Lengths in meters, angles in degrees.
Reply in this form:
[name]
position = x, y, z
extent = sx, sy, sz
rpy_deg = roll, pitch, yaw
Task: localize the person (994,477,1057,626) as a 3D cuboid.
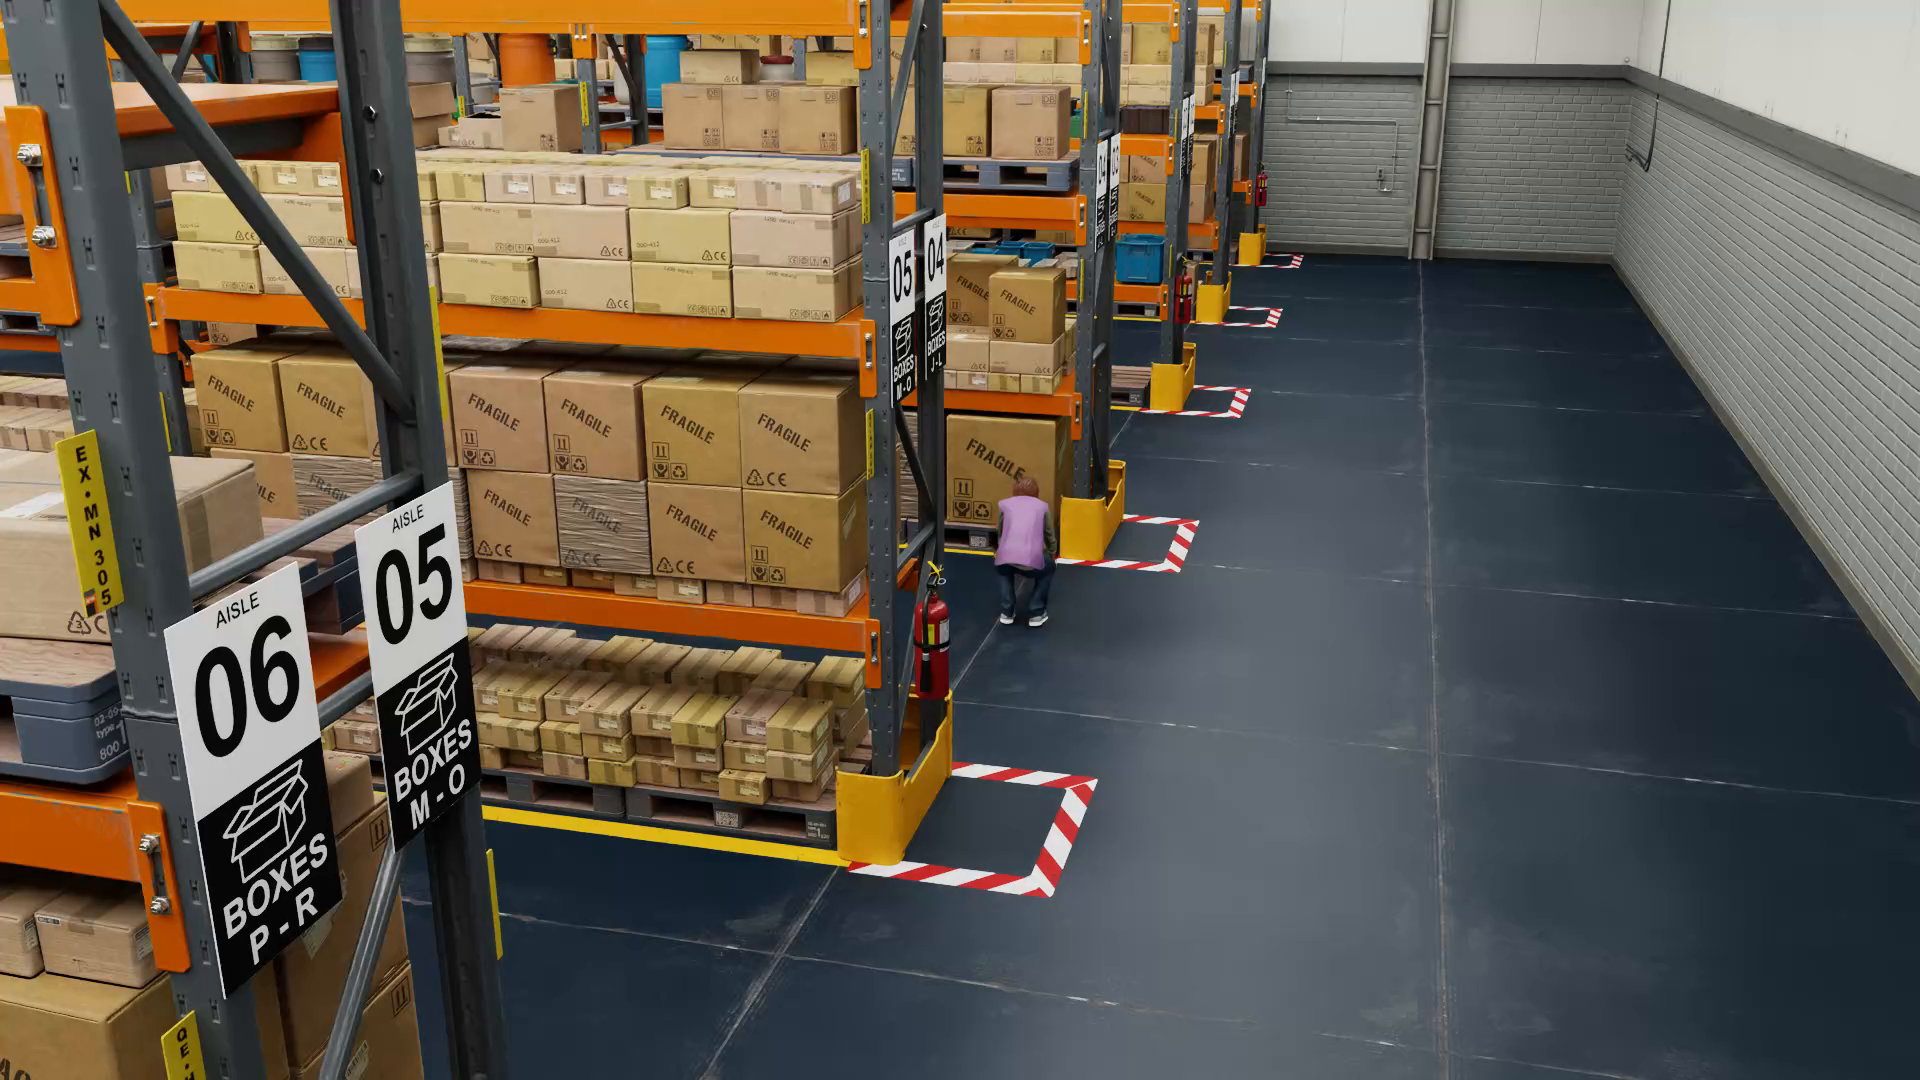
[person]
position = 0.444, 0.100, 11.800
extent = 0.453, 0.948, 0.782
rpy_deg = 5, 19, 13
